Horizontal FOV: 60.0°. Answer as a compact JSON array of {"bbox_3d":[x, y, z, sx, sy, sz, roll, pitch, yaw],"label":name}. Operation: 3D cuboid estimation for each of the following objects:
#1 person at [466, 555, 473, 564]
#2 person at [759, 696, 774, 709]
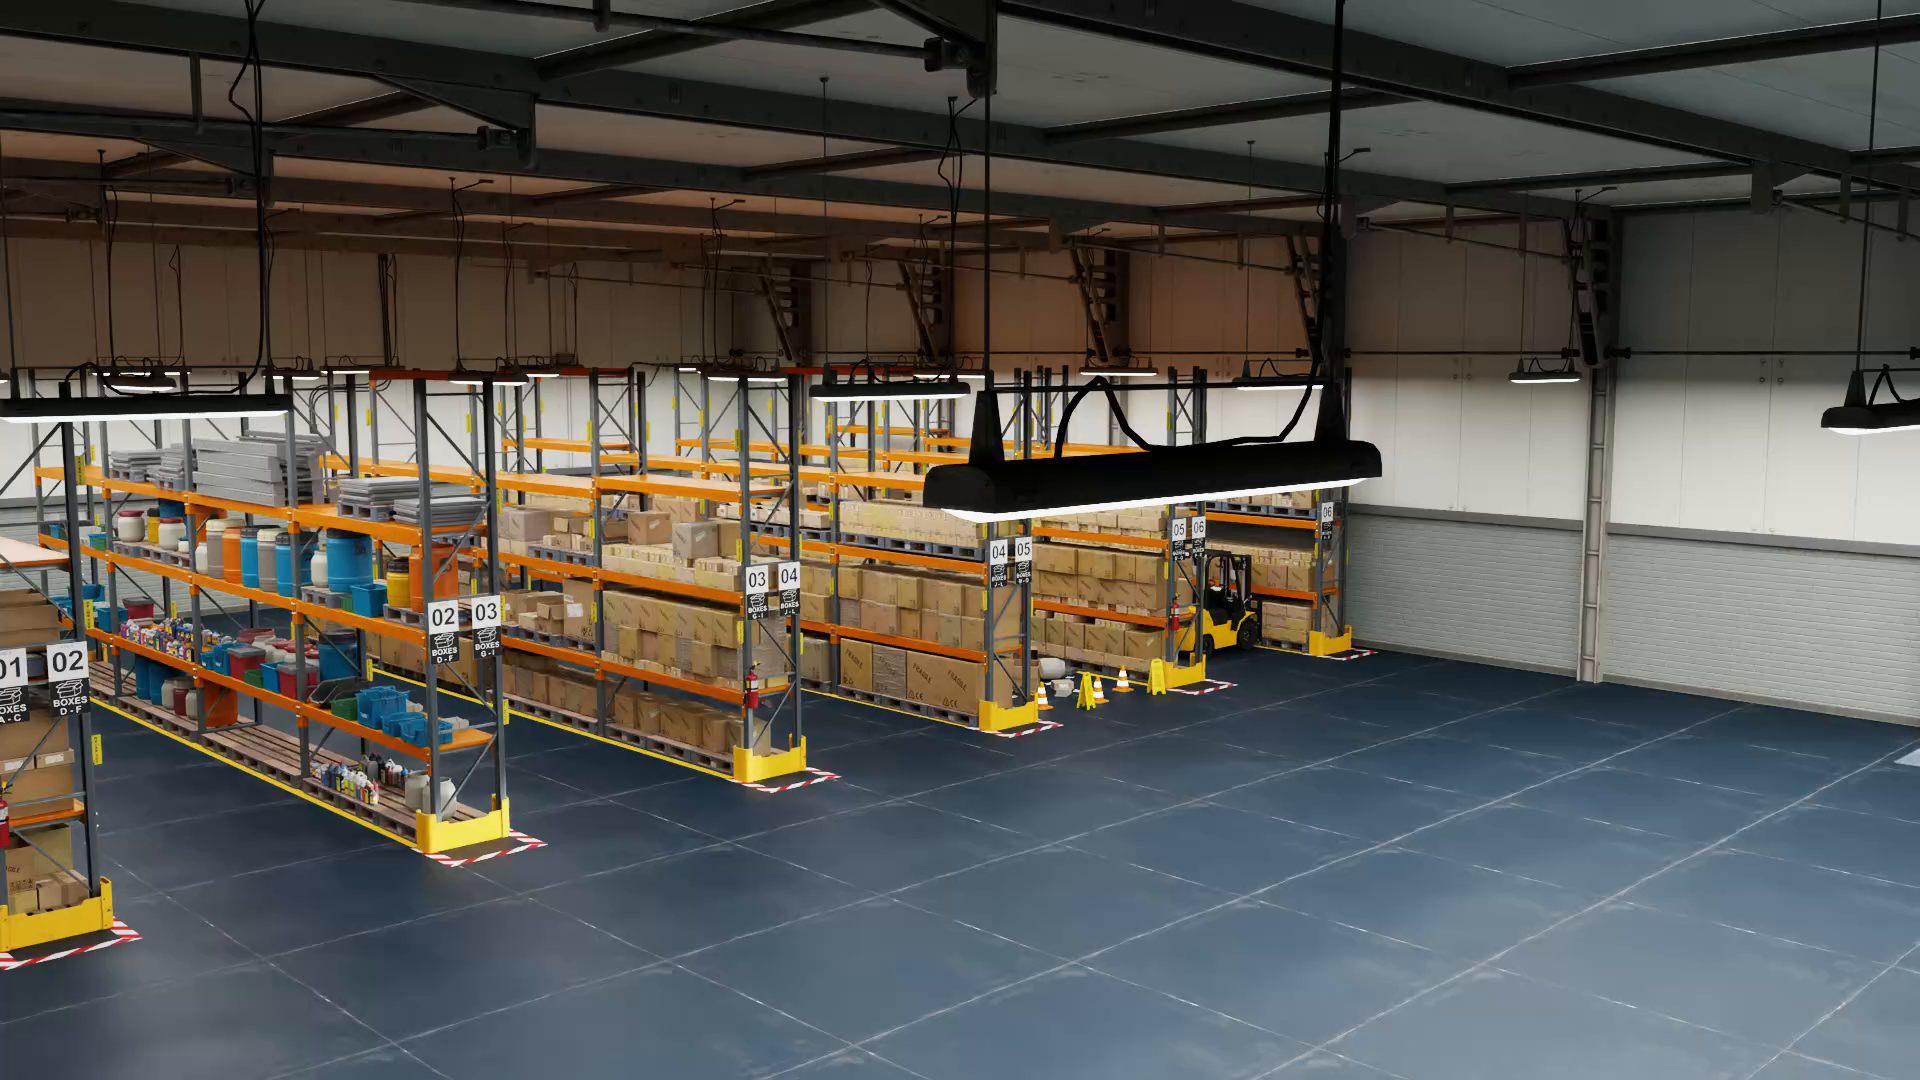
[{"bbox_3d":[-11.256,1.194,38.178,0.658,1.751,0.714,-3,7,-24],"label":"person"},{"bbox_3d":[-3.747,2.154,29.668,0.851,1.696,0.569,3,7,26],"label":"person"}]
